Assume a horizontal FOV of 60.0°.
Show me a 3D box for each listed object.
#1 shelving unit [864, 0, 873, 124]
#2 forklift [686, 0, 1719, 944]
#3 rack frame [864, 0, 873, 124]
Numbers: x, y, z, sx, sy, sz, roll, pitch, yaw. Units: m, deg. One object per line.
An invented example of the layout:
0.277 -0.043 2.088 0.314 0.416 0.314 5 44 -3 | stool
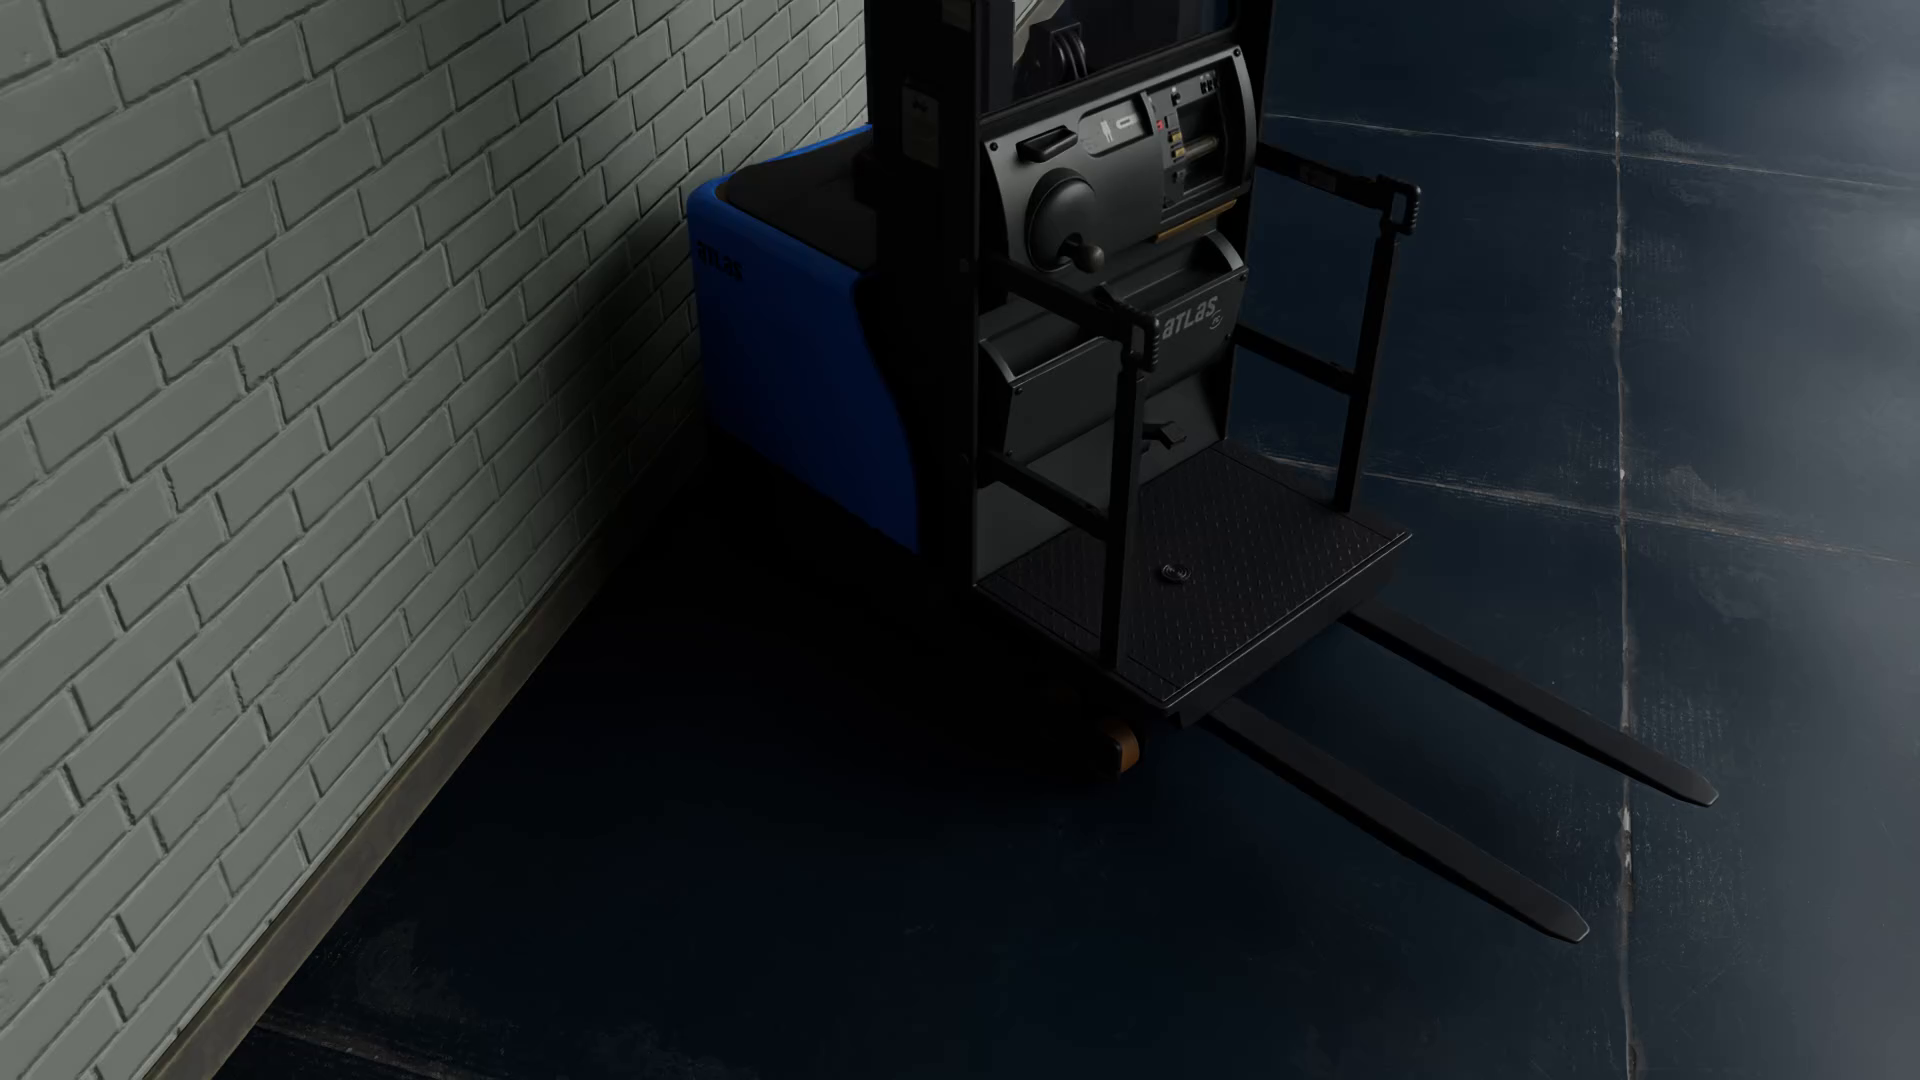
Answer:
0.232 -1.348 5.816 1.048 1.500 0.538 2 36 3 | shelving unit
0.562 -0.899 3.999 1.130 2.935 3.031 -29 45 -34 | forklift
-0.275 -1.367 5.842 0.032 1.500 0.500 2 36 3 | rack frame
